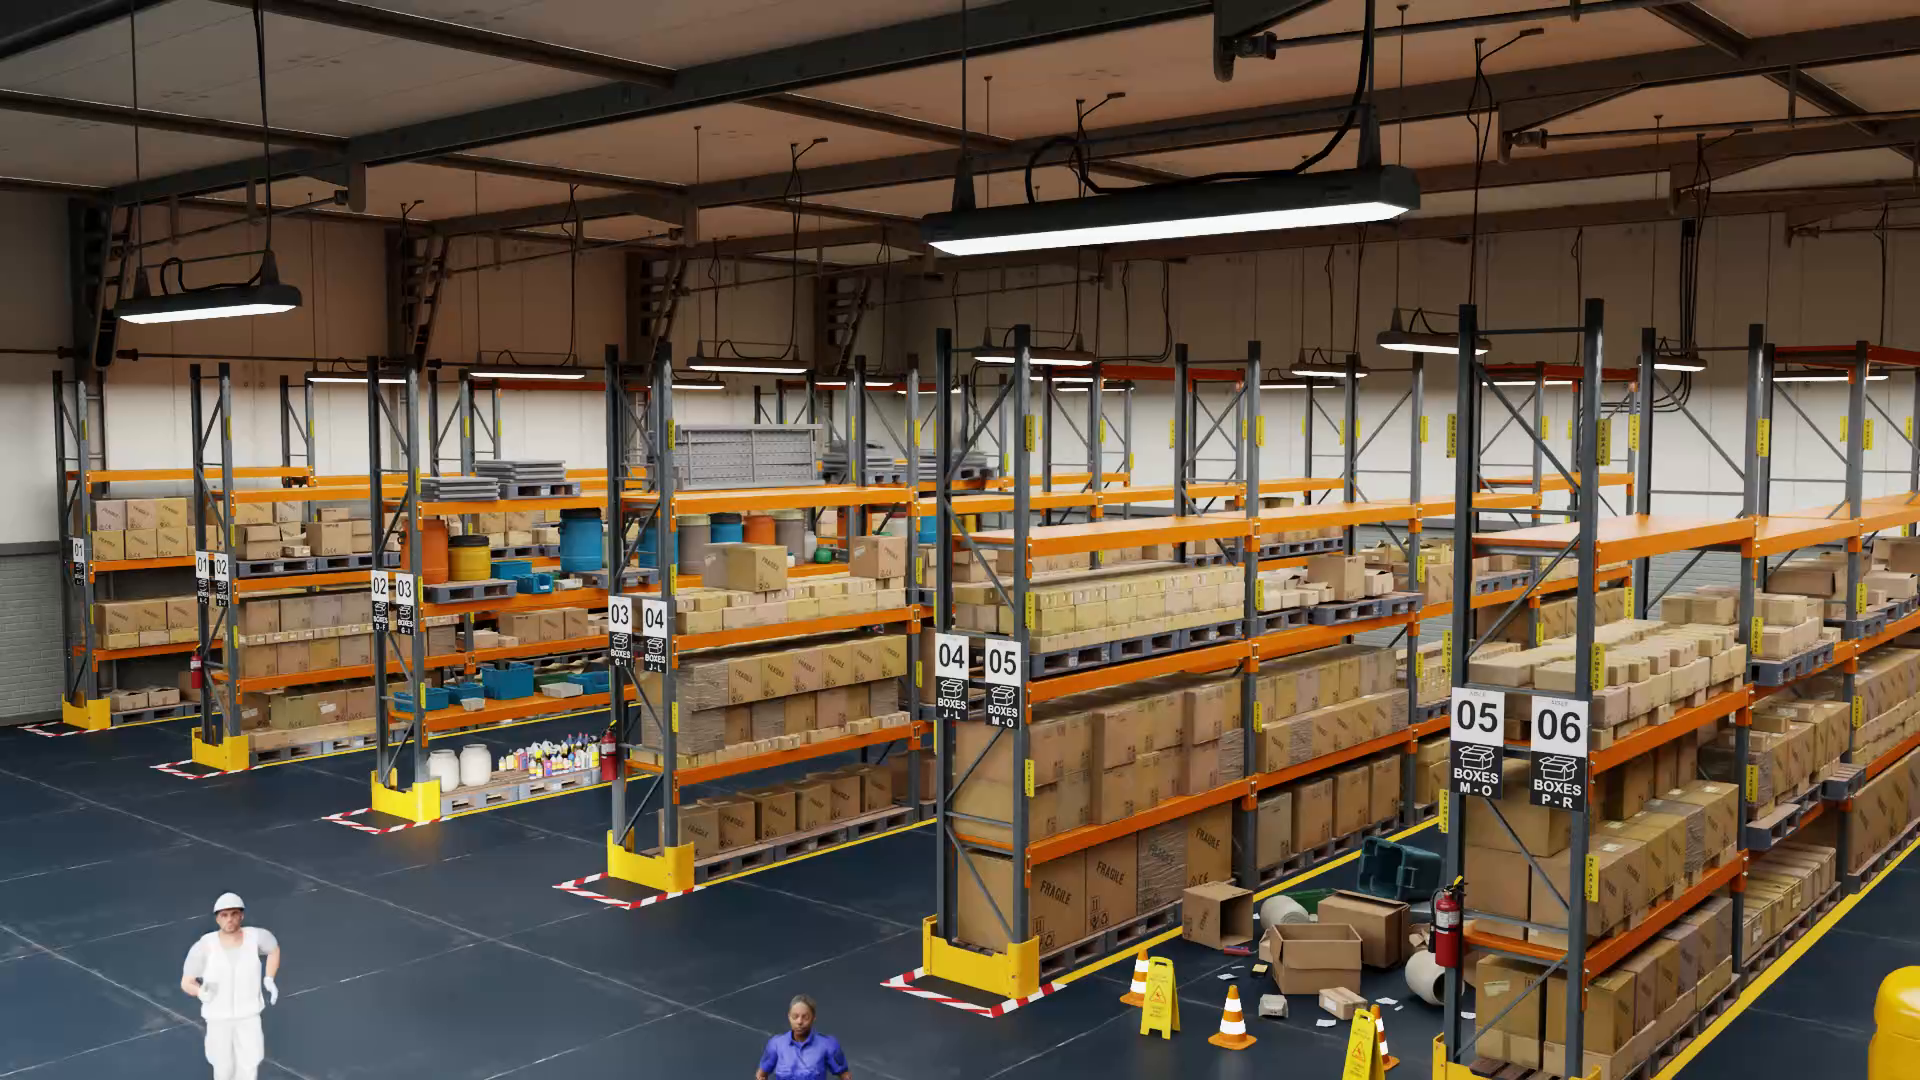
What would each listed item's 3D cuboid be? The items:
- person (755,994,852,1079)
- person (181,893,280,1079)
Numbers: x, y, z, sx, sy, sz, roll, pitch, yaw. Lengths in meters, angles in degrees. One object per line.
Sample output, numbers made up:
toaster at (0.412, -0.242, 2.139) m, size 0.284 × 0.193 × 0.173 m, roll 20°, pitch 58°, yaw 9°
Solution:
person at (-0.973, 3.610, 10.348) m, size 0.609 × 1.621 × 0.678 m, roll 0°, pitch 4°, yaw 1°
person at (-5.174, 3.395, 11.838) m, size 0.656 × 1.786 × 0.979 m, roll -2°, pitch 5°, yaw -24°
